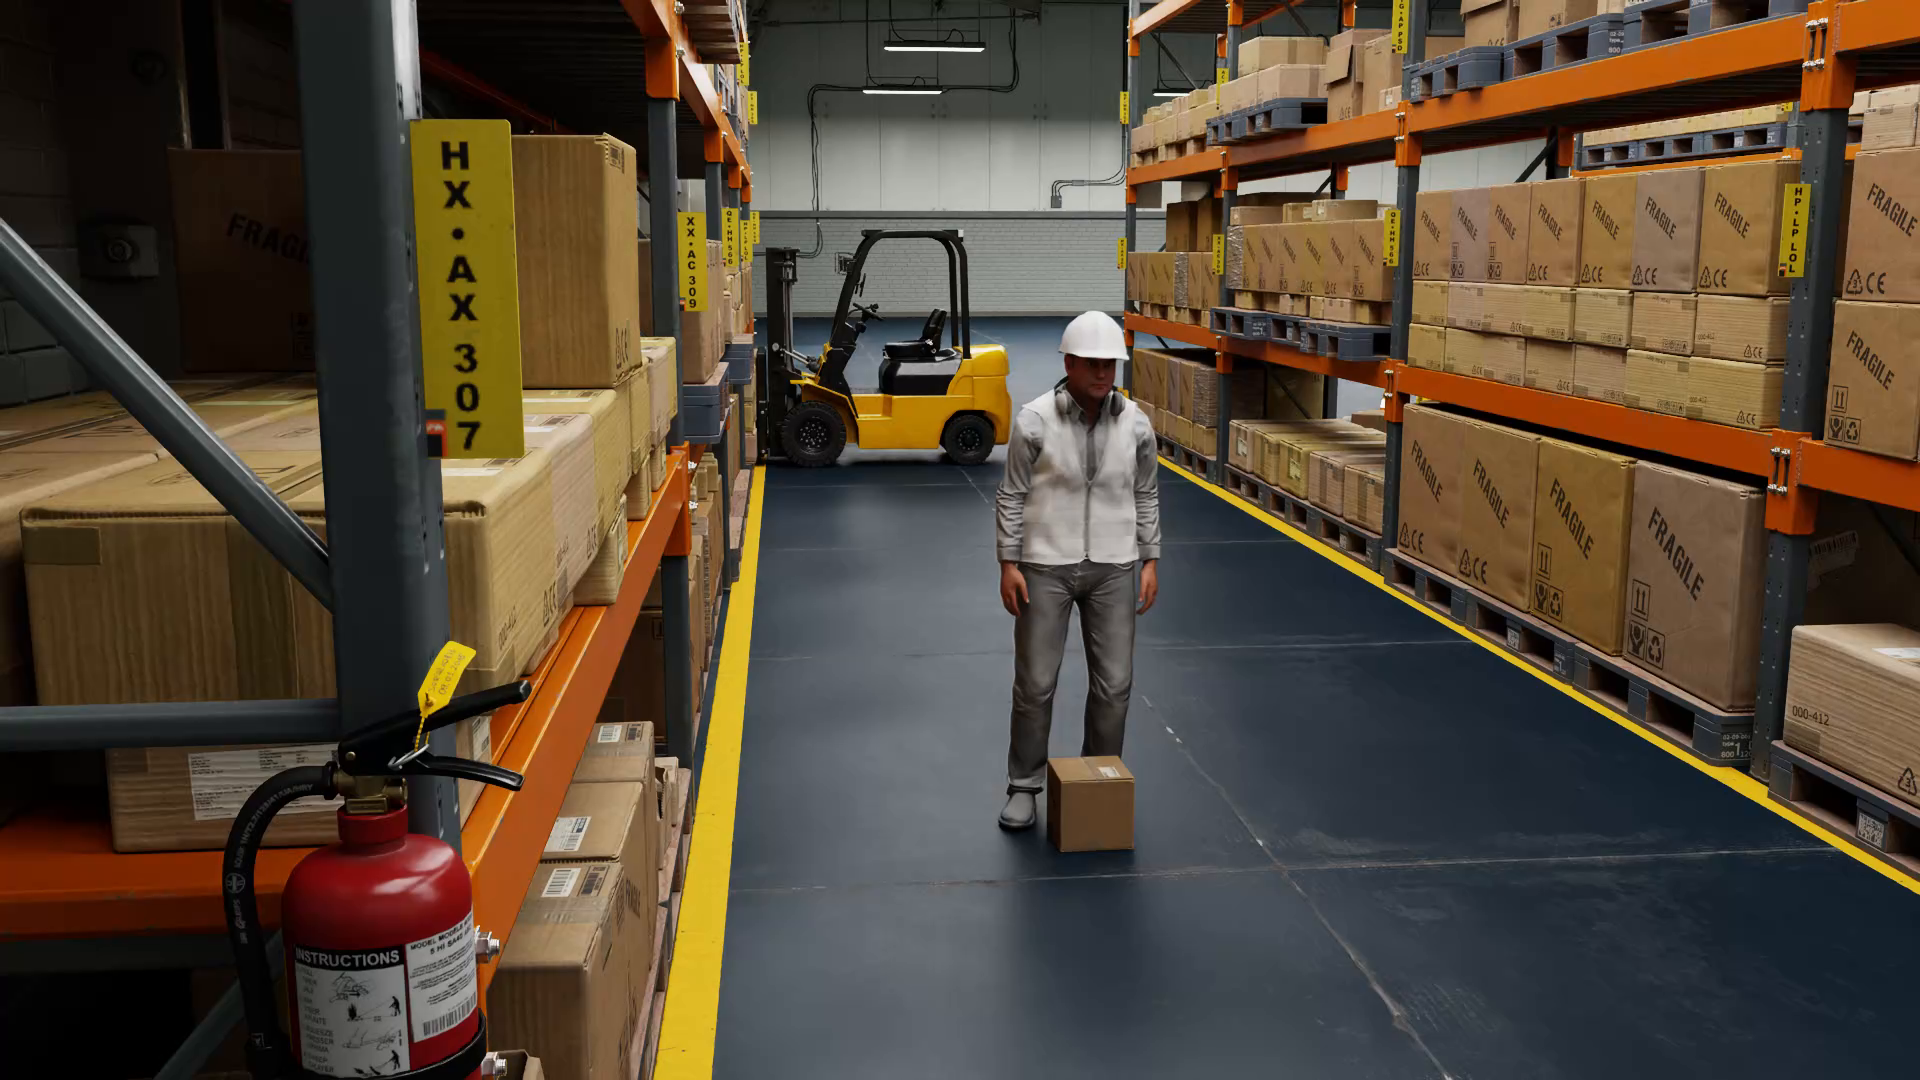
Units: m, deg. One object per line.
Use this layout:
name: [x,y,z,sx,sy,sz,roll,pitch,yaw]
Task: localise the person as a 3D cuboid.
person: [0.411,0.098,5.762,0.591,1.770,0.465,-2,10,-10]
